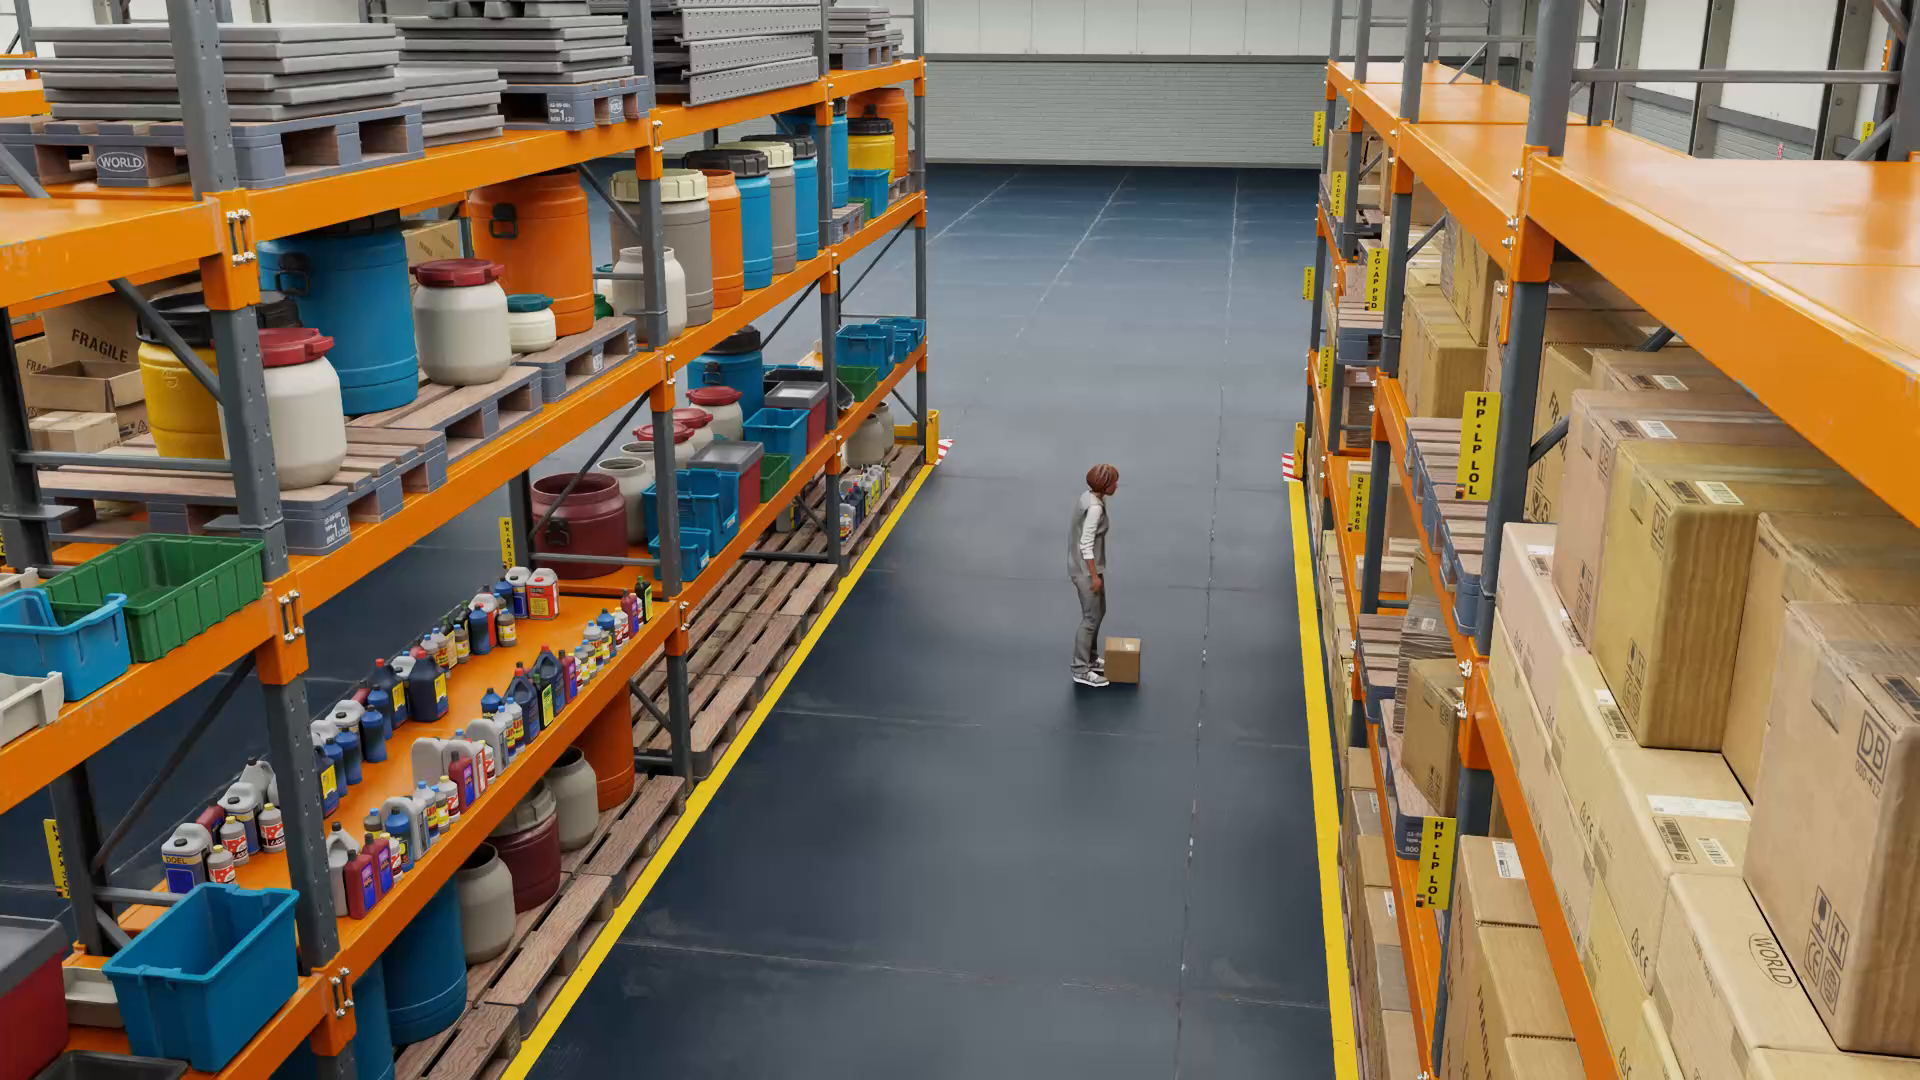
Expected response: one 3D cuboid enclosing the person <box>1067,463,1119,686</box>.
[{"bbox_3d":[0.951,0.225,11.889,0.367,1.593,0.478,2,18,7],"label":"person"}]
